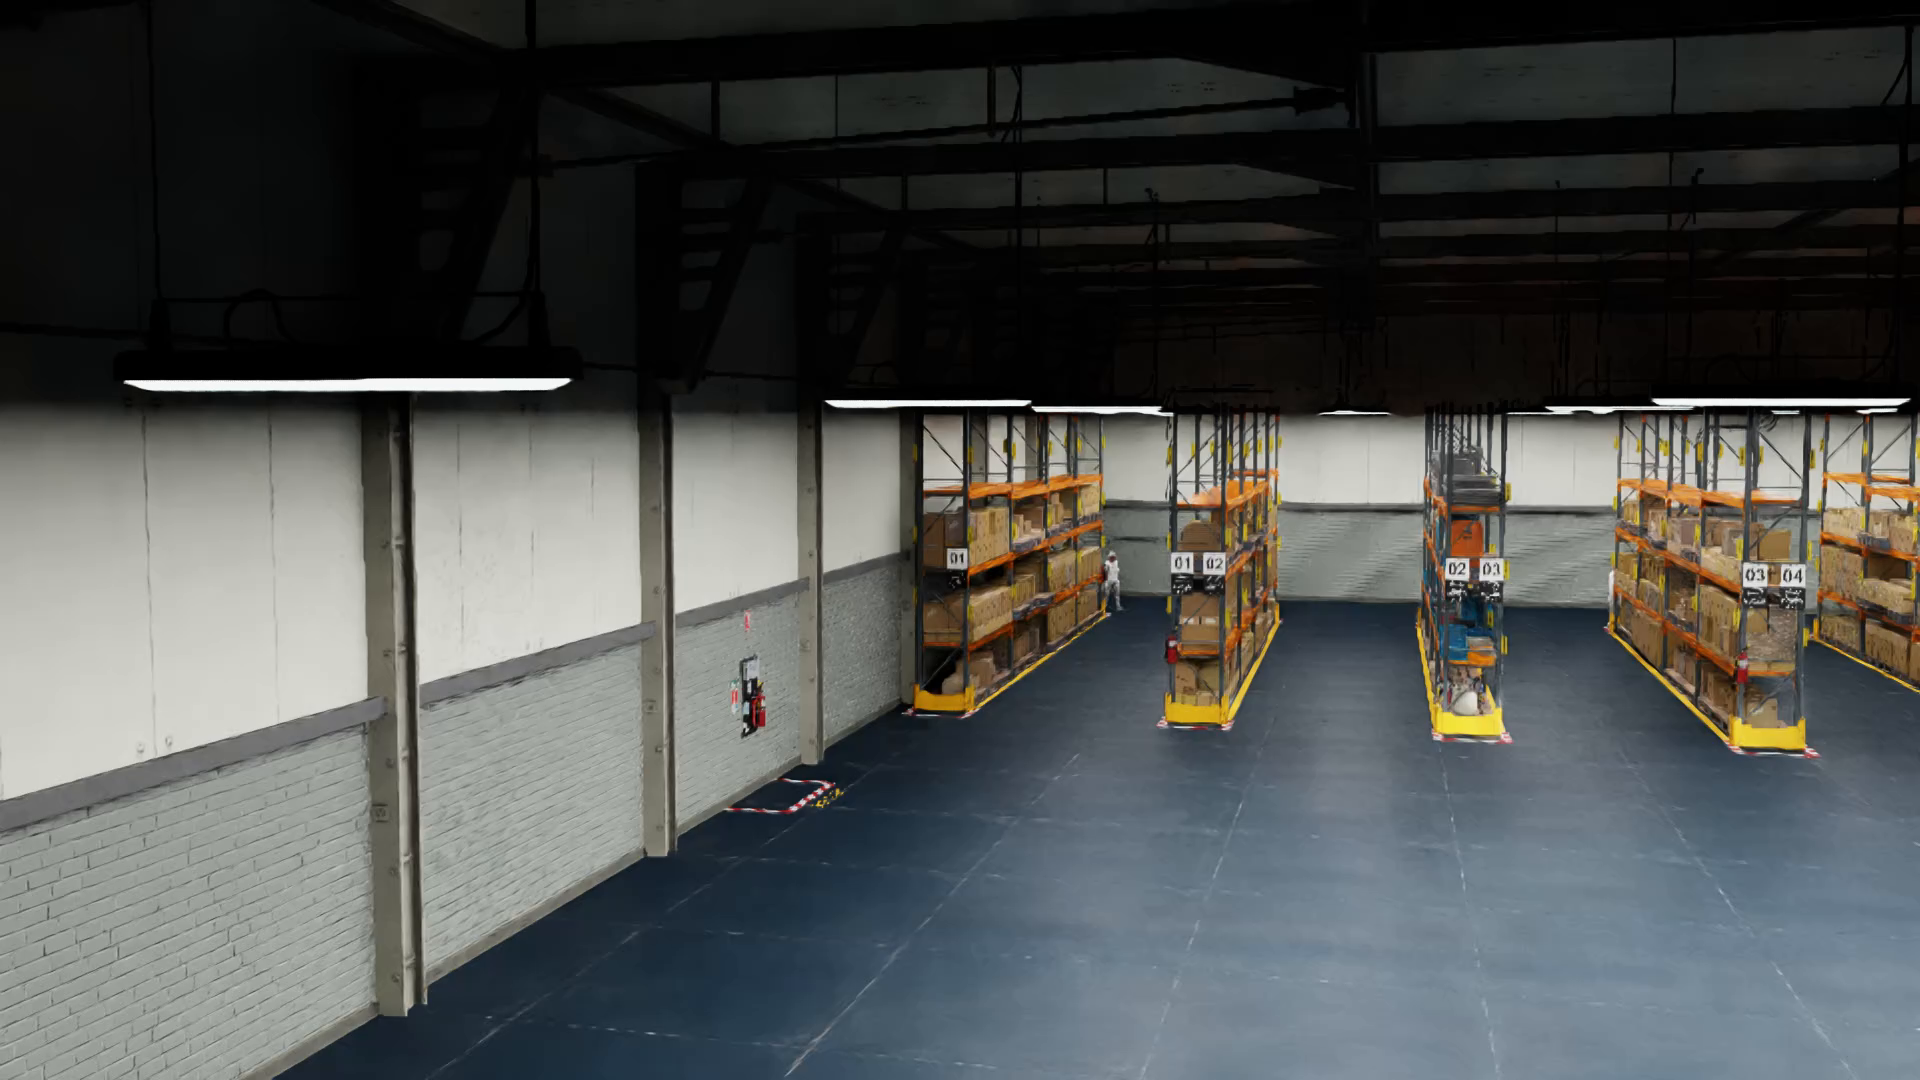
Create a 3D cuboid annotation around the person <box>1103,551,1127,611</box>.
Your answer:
[{"bbox_3d":[4.497,1.205,48.977,0.726,1.778,0.538,-3,5,-39],"label":"person"}]

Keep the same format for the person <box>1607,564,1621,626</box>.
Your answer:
[{"bbox_3d":[18.108,1.482,45.706,0.635,1.749,0.601,-3,5,-38],"label":"person"}]
